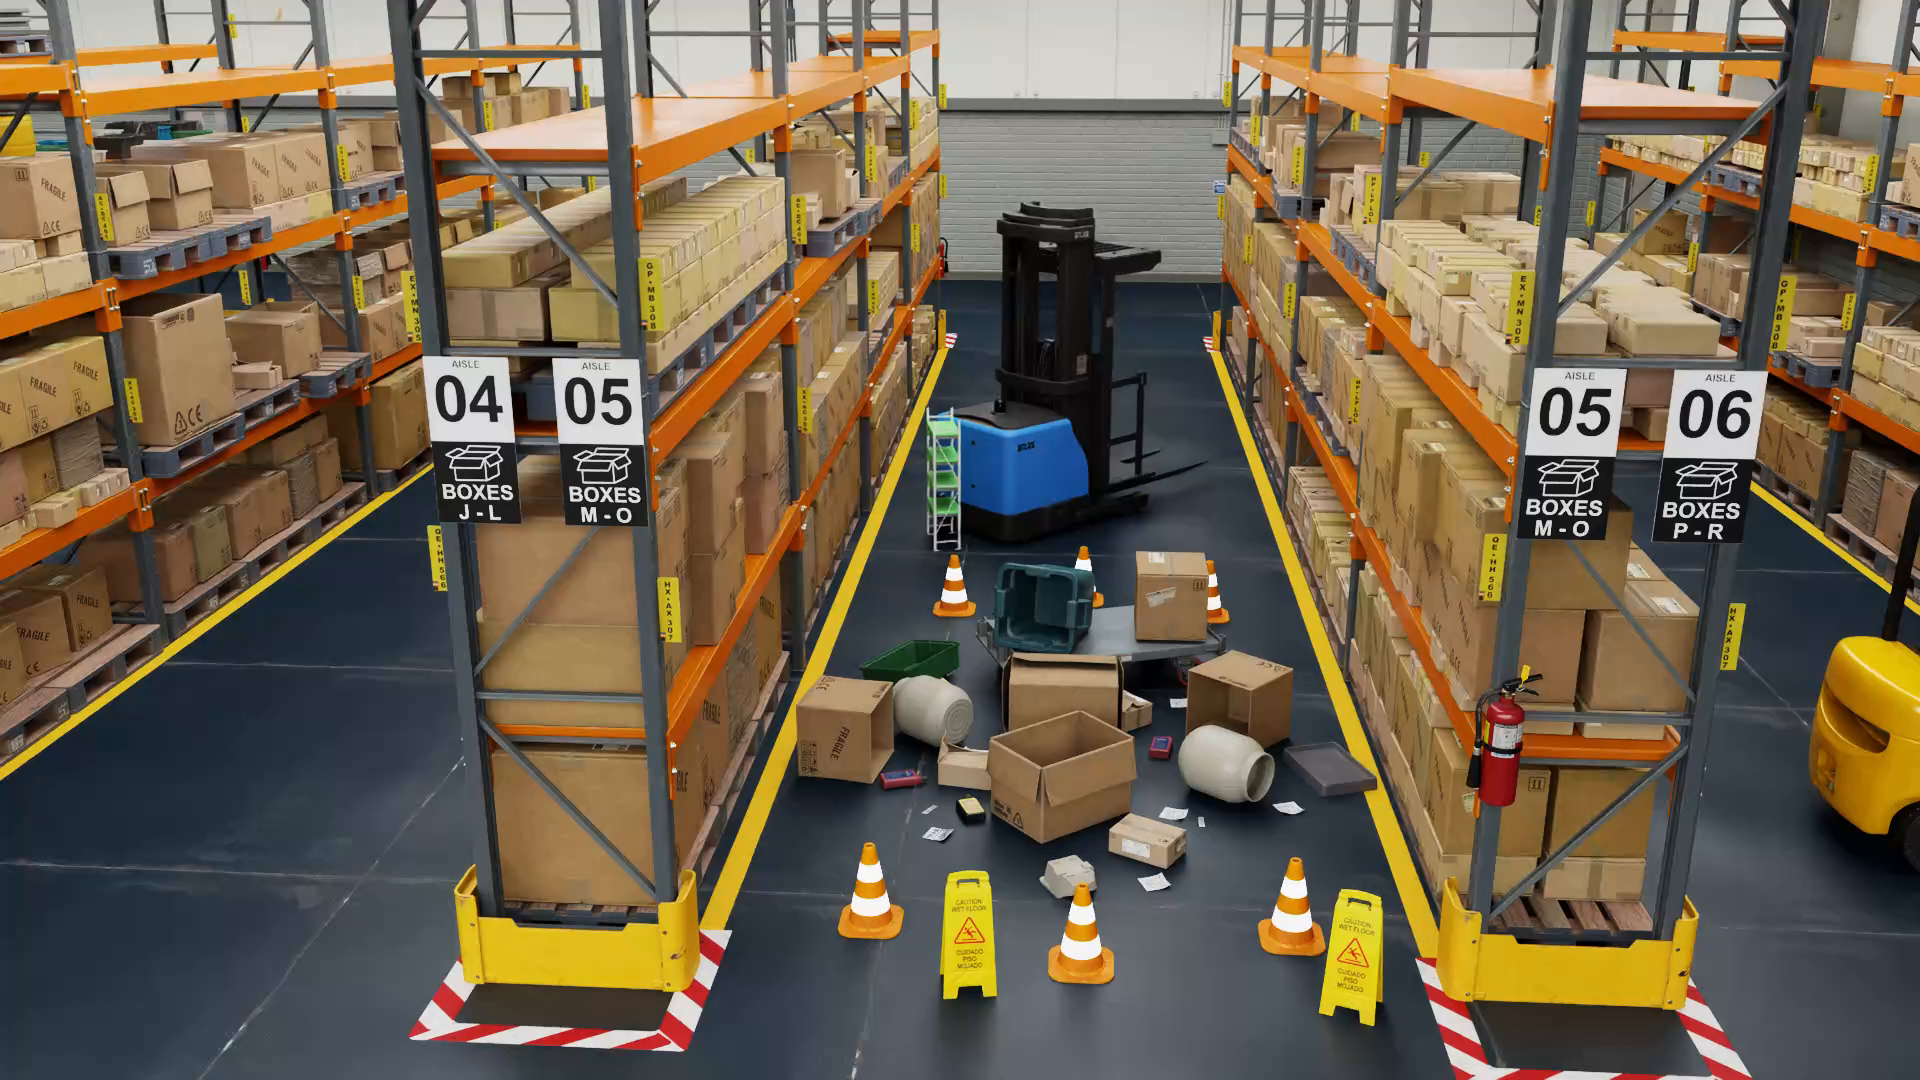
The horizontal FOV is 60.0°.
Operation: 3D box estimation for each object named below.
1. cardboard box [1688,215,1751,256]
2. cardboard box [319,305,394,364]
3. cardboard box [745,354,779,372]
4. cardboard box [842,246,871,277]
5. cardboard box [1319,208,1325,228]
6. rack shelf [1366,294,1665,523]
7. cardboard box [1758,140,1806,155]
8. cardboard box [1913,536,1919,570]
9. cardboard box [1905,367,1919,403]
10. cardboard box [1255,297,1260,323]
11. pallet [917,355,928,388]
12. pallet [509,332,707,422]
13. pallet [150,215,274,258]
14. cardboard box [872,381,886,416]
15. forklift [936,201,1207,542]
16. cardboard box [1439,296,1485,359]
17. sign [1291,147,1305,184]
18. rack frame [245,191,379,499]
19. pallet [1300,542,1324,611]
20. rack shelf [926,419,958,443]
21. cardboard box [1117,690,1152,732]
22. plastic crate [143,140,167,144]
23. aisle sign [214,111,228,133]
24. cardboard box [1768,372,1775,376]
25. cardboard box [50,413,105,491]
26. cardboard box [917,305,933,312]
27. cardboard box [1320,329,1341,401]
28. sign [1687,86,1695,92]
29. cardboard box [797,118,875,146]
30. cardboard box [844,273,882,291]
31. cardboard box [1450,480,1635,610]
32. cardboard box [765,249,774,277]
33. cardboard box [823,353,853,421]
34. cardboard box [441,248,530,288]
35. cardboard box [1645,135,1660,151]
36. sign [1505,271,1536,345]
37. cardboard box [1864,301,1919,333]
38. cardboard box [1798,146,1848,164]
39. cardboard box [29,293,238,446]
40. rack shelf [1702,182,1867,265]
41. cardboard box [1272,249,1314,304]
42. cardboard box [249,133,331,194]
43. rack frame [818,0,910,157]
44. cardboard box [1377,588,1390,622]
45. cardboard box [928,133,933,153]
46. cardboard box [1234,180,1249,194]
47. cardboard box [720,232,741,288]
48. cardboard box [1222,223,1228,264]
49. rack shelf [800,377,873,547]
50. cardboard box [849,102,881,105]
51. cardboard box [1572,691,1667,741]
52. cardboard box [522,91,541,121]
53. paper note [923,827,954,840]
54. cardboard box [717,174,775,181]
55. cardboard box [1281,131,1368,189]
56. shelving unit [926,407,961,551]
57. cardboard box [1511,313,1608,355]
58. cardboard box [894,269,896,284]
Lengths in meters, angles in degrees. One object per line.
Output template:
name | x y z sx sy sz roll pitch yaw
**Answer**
cardboard box | 9.195 -3.654 20.142 0.500 0.500 0.500 1 18 2
cardboard box | -5.993 -2.052 16.534 0.500 0.500 0.500 2 18 6
cardboard box | -1.707 -0.946 11.343 0.875 0.550 0.550 1 18 4
cardboard box | -1.320 -3.305 19.881 0.500 0.500 0.500 1 18 4
cardboard box | 3.393 -2.850 14.717 0.380 0.149 0.250 1 18 4
rack shelf | 3.155 -0.858 9.390 1.077 0.370 4.000 1 18 4
cardboard box | 8.340 -3.981 16.854 0.380 0.149 0.250 1 18 4
cardboard box | 8.391 0.006 13.553 0.875 0.625 0.625 1 18 2
cardboard box | 8.168 -1.245 13.670 0.500 0.250 0.500 1 18 3
cardboard box | 3.541 -2.518 18.357 0.500 0.250 0.500 1 18 3
pallet | -0.975 -2.224 21.697 1.003 0.211 1.213 1 18 4
pallet | -1.890 -0.847 8.341 1.003 0.211 1.213 1 18 4
pallet | -6.364 -2.465 13.439 1.213 0.211 1.003 1 18 4
cardboard box | -1.032 -1.452 16.998 0.500 0.250 0.500 1 18 3
forklift | 1.187 -1.742 15.859 3.031 2.935 1.130 -16 24 -40
cardboard box | 2.849 -1.131 8.831 0.500 0.250 0.500 2 18 5
sign | 3.032 -3.362 14.918 0.100 0.325 0.005 1 18 4
rack frame | -6.299 -1.859 16.107 1.000 3.000 0.127 1 18 4
pallet | 3.437 0.308 13.972 1.003 0.211 1.213 1 18 4
rack shelf | -0.149 -0.946 14.875 0.258 0.148 0.480 -2 18 -8
cardboard box | 1.099 1.109 11.440 0.258 0.266 0.396 -13 22 -34
plastic crate | -10.567 -5.107 21.626 0.437 0.136 0.530 1 18 4
aisle sign | -10.369 -5.706 23.671 0.394 0.787 0.004 1 18 4
cardboard box | 9.062 -1.812 18.262 0.380 0.149 0.250 1 18 4
cardboard box | -6.680 -0.667 11.832 0.875 0.500 0.500 1 18 4
cardboard box | -0.571 -3.159 23.023 0.380 0.149 0.250 1 18 5
cardboard box | 3.217 -1.410 13.422 0.500 0.500 0.500 1 18 2
sign | 9.662 -5.841 22.018 0.100 0.325 0.005 1 18 4
cardboard box | -1.314 -4.157 17.461 0.797 0.503 0.637 1 18 3
cardboard box | -1.019 -2.705 17.461 0.380 0.149 0.250 1 18 3
cardboard box | 2.830 0.019 8.131 0.700 0.500 0.500 1 18 3
cardboard box | -1.388 -1.749 10.522 0.380 0.149 0.250 2 18 5
cardboard box | -1.197 -1.309 14.266 0.500 0.500 0.500 1 18 3
cardboard box | -2.247 -1.277 7.800 0.380 0.149 0.250 1 18 4
cardboard box | 8.726 -4.899 20.329 0.500 0.250 0.500 1 18 3
sign | 2.459 -1.018 7.301 0.100 0.325 0.005 1 18 4
cardboard box | 8.729 -1.932 15.494 0.500 0.500 0.500 2 18 7
cardboard box | 8.359 -3.730 16.121 0.380 0.149 0.250 1 18 4
cardboard box | -6.390 -1.345 12.900 1.000 1.000 1.000 1 18 4
rack shelf | 8.680 -3.233 16.638 1.077 0.370 4.000 1 18 4
cardboard box | 3.432 -2.641 16.726 0.500 0.500 0.500 1 18 4
cardboard box | -6.084 -3.416 15.077 0.500 0.500 0.500 2 18 5
rack frame | -1.073 -5.810 18.531 1.000 3.000 0.127 1 18 4
cardboard box | 2.883 0.421 10.643 0.380 0.149 0.250 2 18 6
cardboard box | -0.633 -5.096 21.410 0.500 0.250 0.500 2 18 6
cardboard box | 3.775 -4.606 21.682 0.380 0.149 0.250 1 18 2
cardboard box | -1.535 -1.590 9.395 0.500 0.250 0.500 1 18 4
cardboard box | 3.838 -4.028 22.564 0.500 0.500 0.500 1 18 3
rack shelf | -1.503 -0.754 13.890 1.077 0.370 4.000 1 18 4
cardboard box | -1.210 -5.488 21.163 0.380 0.149 0.250 2 18 6
cardboard box | 3.242 0.865 8.196 0.380 0.149 0.250 1 18 4
cardboard box | -5.859 -5.568 21.611 0.700 0.500 0.500 0 18 0
paper note | -0.130 1.743 9.884 0.144 0.017 0.142 8 20 23
cardboard box | -1.704 -2.812 13.507 0.500 0.311 0.500 1 18 3
cardboard box | 3.466 -3.622 15.835 0.700 0.500 0.500 0 18 1
shelving unit | -0.149 -0.551 15.005 0.258 1.200 0.503 -2 18 -8
cardboard box | 2.741 -0.950 7.638 0.380 0.149 0.250 1 18 4
cardboard box | -0.922 -2.971 18.752 0.380 0.149 0.250 1 18 4
